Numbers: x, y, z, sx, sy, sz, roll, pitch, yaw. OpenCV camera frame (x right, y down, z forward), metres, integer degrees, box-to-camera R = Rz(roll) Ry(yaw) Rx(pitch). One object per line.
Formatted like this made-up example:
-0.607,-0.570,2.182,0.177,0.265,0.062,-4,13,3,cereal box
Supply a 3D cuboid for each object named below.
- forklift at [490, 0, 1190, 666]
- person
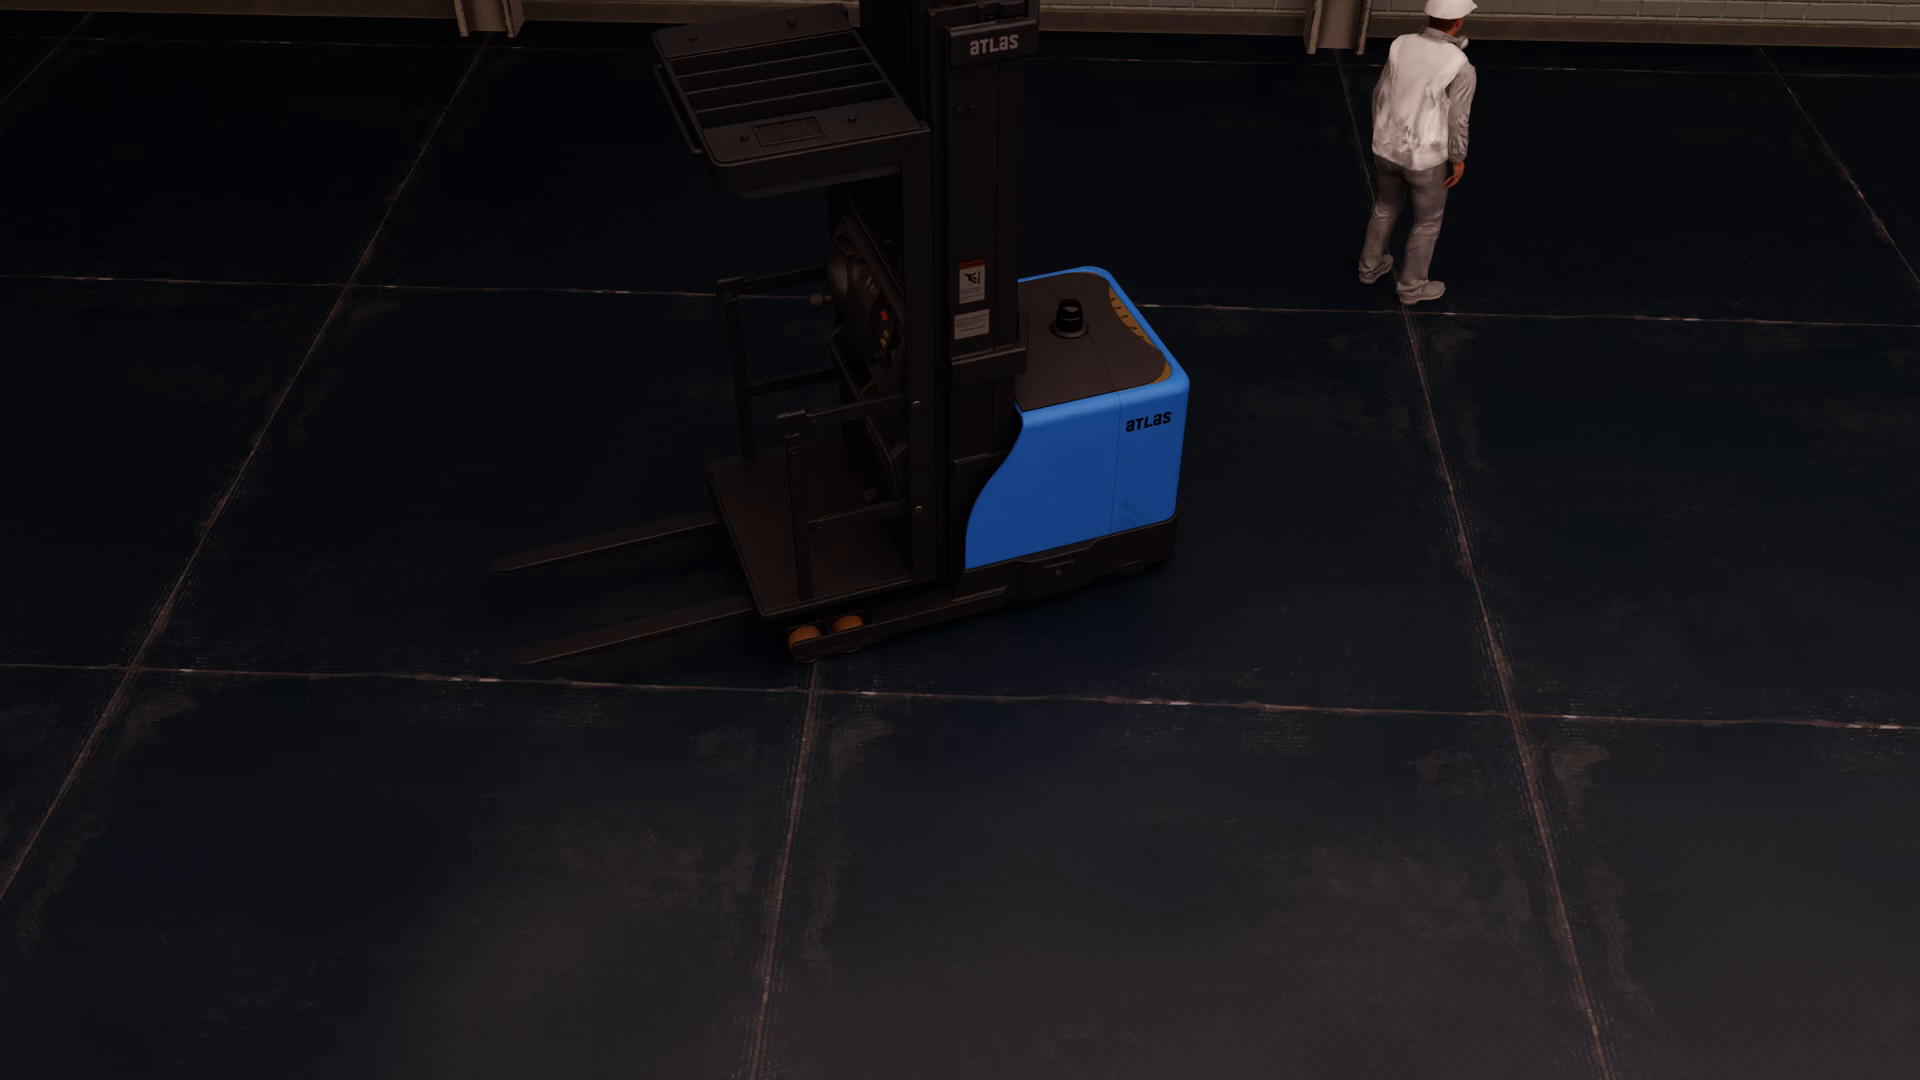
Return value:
-0.573,-0.945,6.778,3.031,2.935,1.130,-13,44,-14,forklift
2.453,-2.116,8.922,0.467,1.769,0.579,-31,51,-30,person
